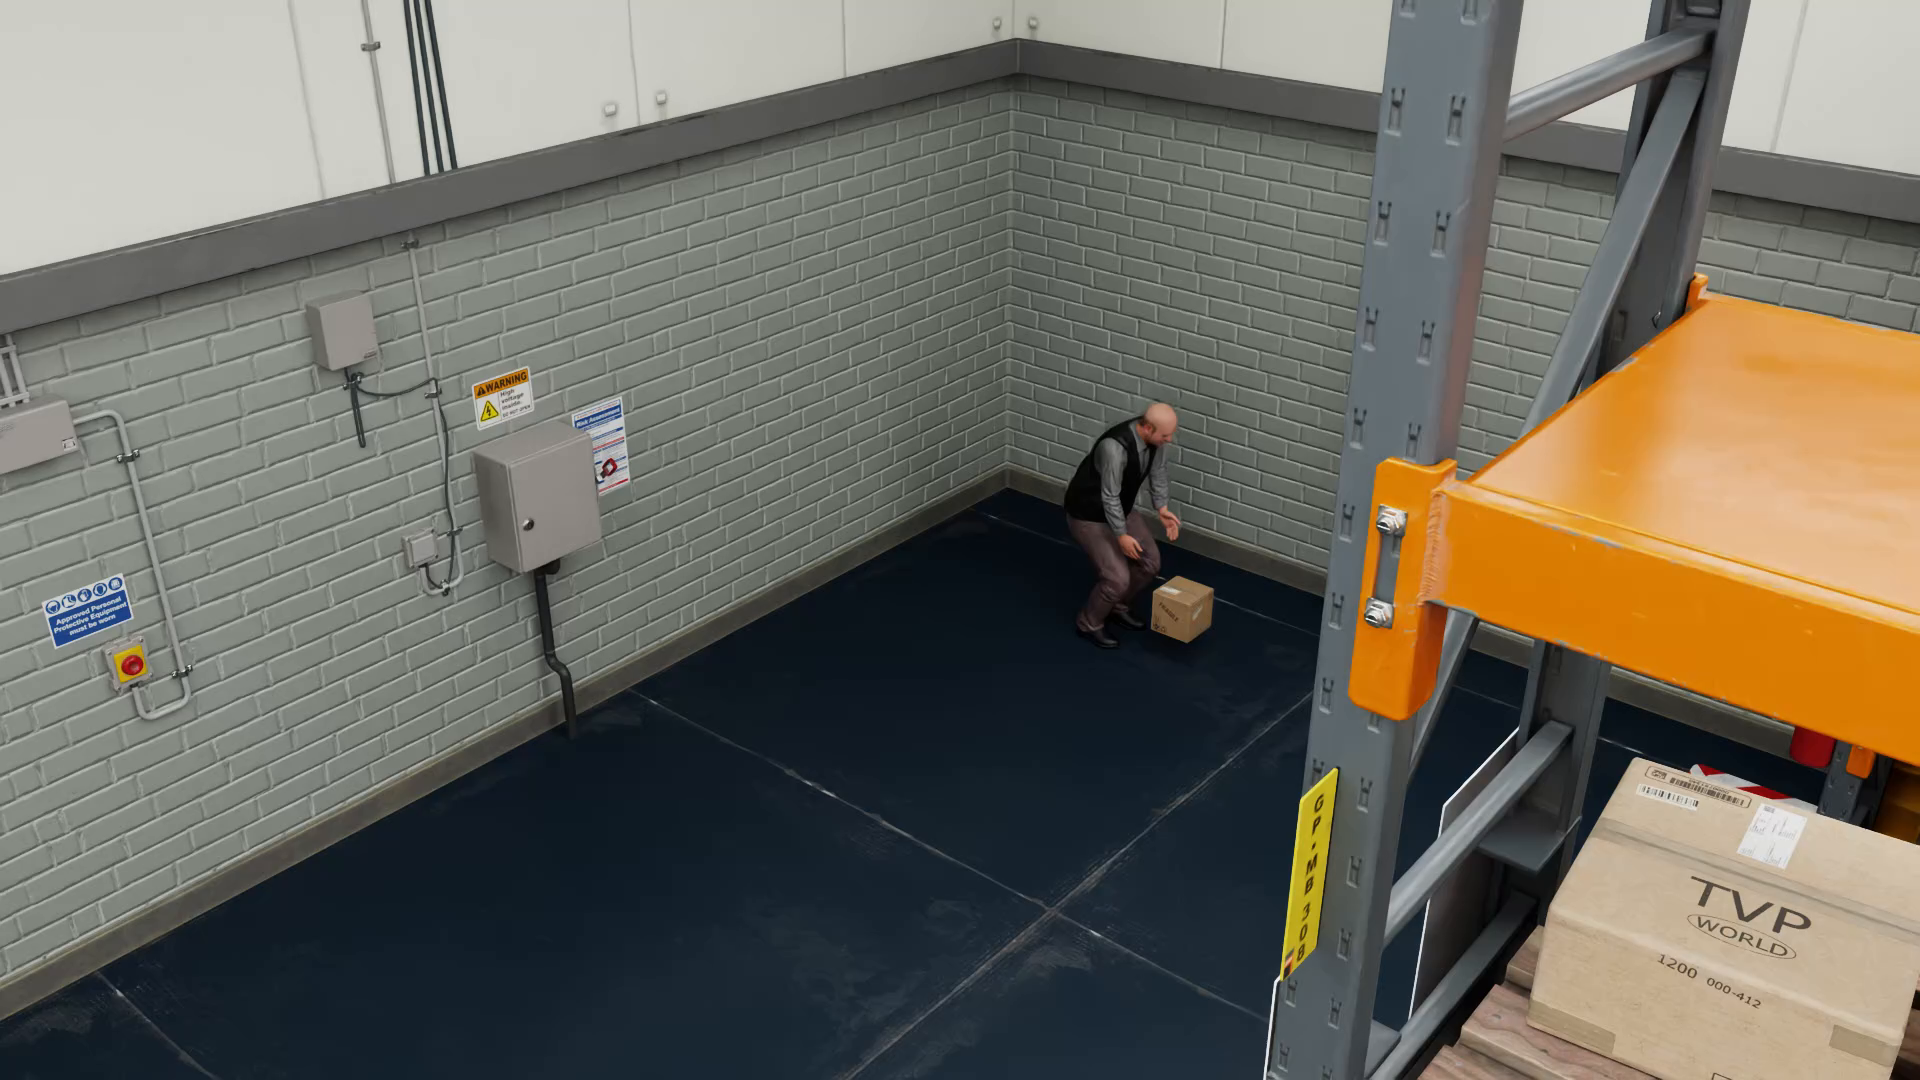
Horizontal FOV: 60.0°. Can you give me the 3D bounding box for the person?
[{"bbox_3d":[0.934,-0.134,9.564,0.625,1.514,0.588,21,34,35],"label":"person"}]
